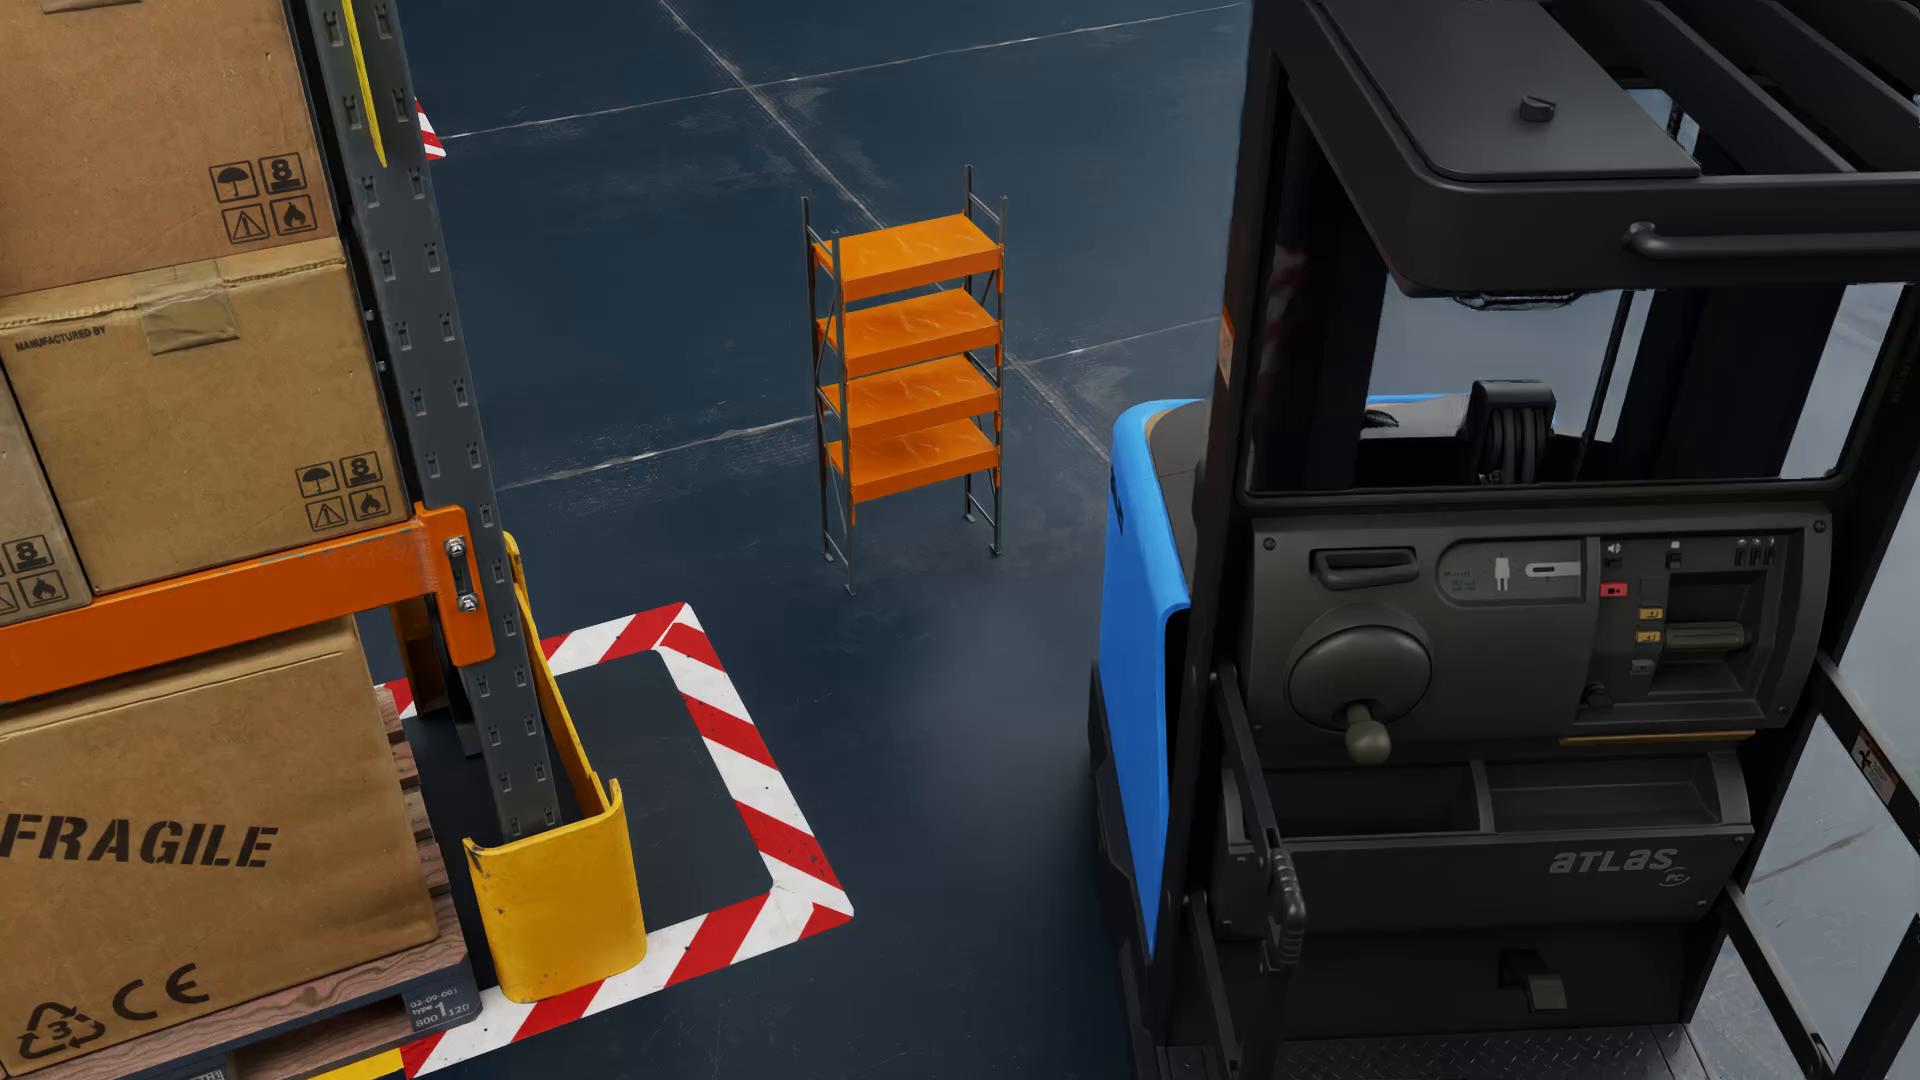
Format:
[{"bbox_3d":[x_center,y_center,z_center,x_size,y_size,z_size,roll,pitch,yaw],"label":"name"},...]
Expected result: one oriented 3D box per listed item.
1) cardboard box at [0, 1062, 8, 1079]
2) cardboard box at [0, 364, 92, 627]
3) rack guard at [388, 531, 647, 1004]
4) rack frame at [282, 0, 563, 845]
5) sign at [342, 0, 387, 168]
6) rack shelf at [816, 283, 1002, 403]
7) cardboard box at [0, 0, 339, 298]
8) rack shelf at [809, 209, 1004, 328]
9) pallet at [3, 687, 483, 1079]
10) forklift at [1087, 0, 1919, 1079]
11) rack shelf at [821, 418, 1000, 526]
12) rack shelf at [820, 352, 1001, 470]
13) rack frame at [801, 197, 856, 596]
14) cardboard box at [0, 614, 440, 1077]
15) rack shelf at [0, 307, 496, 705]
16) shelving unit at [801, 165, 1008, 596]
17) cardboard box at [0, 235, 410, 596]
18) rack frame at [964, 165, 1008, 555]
[{"bbox_3d":[-2.527,0.636,3.305,0.875,0.875,0.875,-16,40,-21],"label":"cardboard box"},{"bbox_3d":[-1.951,-0.270,2.971,0.550,0.550,0.875,-16,39,-20],"label":"cardboard box"},{"bbox_3d":[-1.124,0.518,4.131,0.348,0.500,1.175,-16,39,-20],"label":"rack guard"},{"bbox_3d":[-1.146,-0.479,3.379,0.127,3.000,1.000,-16,39,-20],"label":"rack frame"},{"bbox_3d":[-0.928,-0.744,2.564,0.005,0.325,0.100,-16,39,-20],"label":"sign"},{"bbox_3d":[-0.150,-0.566,4.743,0.480,0.148,0.258,-16,39,-20],"label":"rack shelf"},{"bbox_3d":[-1.498,-0.900,2.914,0.550,0.550,0.875,-16,39,-20],"label":"cardboard box"},{"bbox_3d":[-0.150,-0.756,4.602,0.480,0.148,0.258,-16,39,-20],"label":"rack shelf"},{"bbox_3d":[-1.836,0.885,3.880,1.213,0.211,1.003,-16,39,-20],"label":"pallet"},{"bbox_3d":[0.939,0.218,2.496,1.130,2.935,3.031,-2,37,-2],"label":"forklift"},{"bbox_3d":[-0.150,-0.226,4.994,0.480,0.148,0.258,-16,39,-20],"label":"rack shelf"},{"bbox_3d":[-0.150,-0.386,4.876,0.480,0.148,0.258,-16,39,-20],"label":"rack shelf"},{"bbox_3d":[-0.371,-0.378,4.753,0.015,1.200,0.240,-16,39,-20],"label":"rack frame"},{"bbox_3d":[-1.731,0.413,3.607,0.875,0.875,0.875,-15,39,-20],"label":"cardboard box"},{"bbox_3d":[-2.956,0.316,2.910,4.000,0.370,1.077,-16,39,-20],"label":"rack shelf"},{"bbox_3d":[-0.150,-0.440,4.836,0.503,1.200,0.258,-16,39,-20],"label":"shelving unit"},{"bbox_3d":[-1.462,-0.421,3.174,0.550,0.550,0.875,-16,39,-20],"label":"cardboard box"},{"bbox_3d":[0.071,-0.502,4.919,0.015,1.200,0.240,-16,39,-20],"label":"rack frame"}]
